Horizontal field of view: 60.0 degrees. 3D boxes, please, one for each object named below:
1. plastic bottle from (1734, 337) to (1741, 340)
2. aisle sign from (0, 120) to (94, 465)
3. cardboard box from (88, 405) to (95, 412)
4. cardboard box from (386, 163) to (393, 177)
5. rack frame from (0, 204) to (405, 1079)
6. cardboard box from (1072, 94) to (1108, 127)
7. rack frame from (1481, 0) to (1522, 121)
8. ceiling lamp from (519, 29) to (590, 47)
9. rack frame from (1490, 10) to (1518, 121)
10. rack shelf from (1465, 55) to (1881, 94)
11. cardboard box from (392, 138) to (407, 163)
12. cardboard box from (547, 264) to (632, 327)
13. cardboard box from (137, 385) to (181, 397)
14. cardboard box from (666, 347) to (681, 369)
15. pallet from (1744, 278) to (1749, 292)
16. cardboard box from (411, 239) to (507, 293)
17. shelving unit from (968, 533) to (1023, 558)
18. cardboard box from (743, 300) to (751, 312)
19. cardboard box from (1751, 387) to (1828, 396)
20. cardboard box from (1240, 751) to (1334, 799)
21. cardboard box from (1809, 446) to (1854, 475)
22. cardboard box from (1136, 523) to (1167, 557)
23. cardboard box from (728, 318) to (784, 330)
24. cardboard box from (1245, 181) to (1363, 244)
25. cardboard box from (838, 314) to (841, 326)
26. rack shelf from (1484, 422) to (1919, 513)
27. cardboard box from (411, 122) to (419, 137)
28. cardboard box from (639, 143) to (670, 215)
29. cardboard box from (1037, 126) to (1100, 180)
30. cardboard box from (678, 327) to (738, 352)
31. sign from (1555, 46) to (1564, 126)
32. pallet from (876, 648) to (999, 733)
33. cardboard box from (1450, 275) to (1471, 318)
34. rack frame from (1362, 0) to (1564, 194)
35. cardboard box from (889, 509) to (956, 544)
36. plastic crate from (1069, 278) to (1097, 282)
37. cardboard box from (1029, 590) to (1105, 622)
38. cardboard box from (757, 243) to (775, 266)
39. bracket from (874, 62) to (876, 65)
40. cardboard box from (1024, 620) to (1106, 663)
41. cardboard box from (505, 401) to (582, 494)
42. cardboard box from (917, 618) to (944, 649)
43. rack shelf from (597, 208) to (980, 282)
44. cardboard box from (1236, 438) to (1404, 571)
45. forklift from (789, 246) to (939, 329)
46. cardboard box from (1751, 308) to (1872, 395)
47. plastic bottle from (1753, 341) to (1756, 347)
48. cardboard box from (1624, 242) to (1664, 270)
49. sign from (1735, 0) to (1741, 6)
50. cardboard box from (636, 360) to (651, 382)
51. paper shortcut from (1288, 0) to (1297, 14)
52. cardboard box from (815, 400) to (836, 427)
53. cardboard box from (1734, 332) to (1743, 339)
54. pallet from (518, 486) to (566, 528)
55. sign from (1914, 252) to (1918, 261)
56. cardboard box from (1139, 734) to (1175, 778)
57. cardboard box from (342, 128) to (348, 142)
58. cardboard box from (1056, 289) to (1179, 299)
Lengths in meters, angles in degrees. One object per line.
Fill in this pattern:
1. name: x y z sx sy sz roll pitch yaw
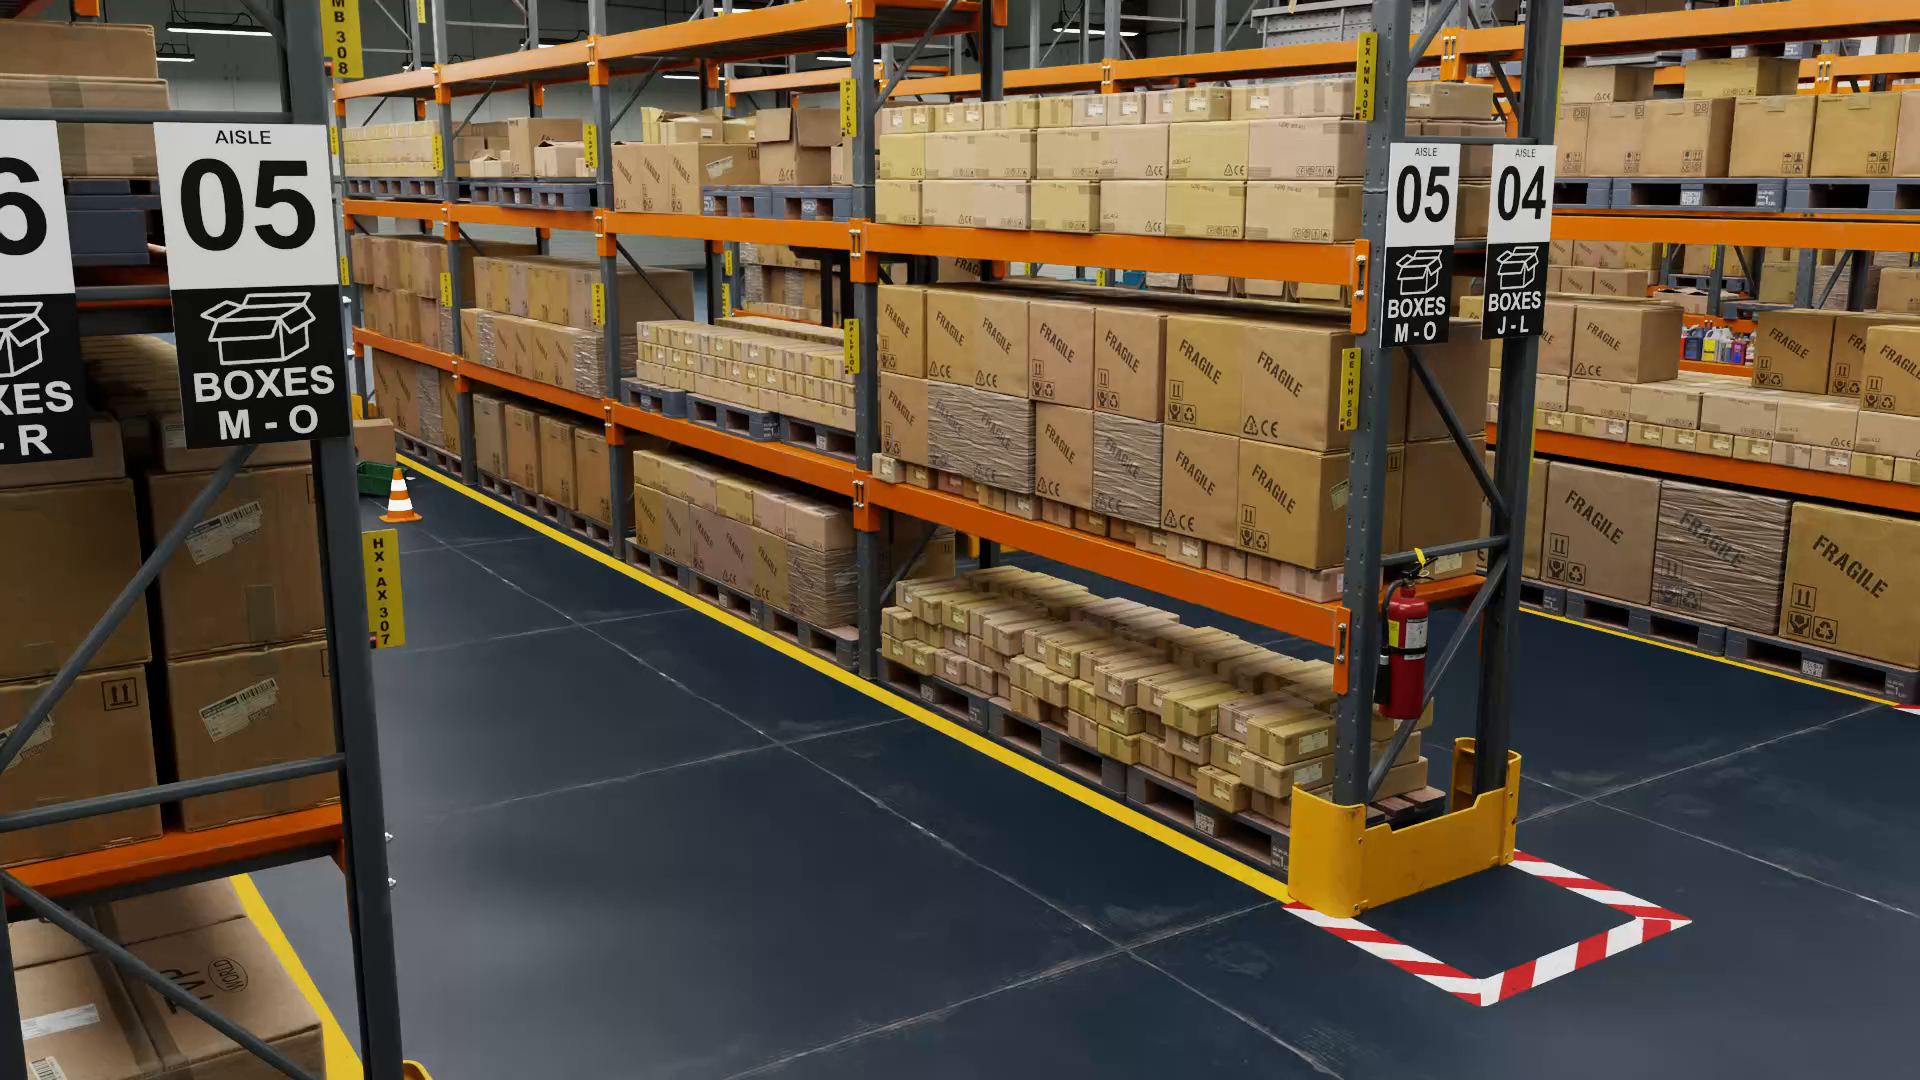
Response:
1. plastic bottle: 7.832 -1.964 16.787 0.097 0.201 0.097 0 12 0
2. aisle sign: -2.252 -0.560 3.817 0.394 0.787 0.004 -8 15 -33
3. cardboard box: -2.560 -0.276 4.511 0.380 0.149 0.250 -8 15 -32
4. cardboard box: -5.932 -3.973 17.856 0.380 0.149 0.250 -8 15 -33
5. rack frame: -2.034 0.660 4.321 1.000 3.000 0.127 -8 15 -33
6. cardboard box: 0.768 -2.075 8.056 0.380 0.149 0.250 -9 15 -34
7. rack frame: 7.817 -6.749 24.162 1.000 3.000 0.127 -8 15 -33
8. ceiling lamp: -8.843 -12.449 36.563 2.000 3.185 0.800 -8 15 -33
9. rack frame: 9.722 -8.048 30.099 1.000 3.000 0.127 -8 15 -33
10. rack shelf: 7.015 -4.550 16.724 1.077 0.370 4.000 -8 15 -33
11. cardboard box: -5.659 -4.105 17.530 0.500 0.250 0.500 -8 15 -33
12. cardboard box: -3.209 -2.165 14.668 0.700 0.500 0.500 -8 15 -34
13. cardboard box: -2.253 -0.388 5.020 0.380 0.149 0.250 -8 14 -31
14. cardboard box: -1.998 -1.389 12.602 0.380 0.149 0.250 -9 15 -35
15. pallet: 13.024 -3.948 25.842 1.003 0.211 1.213 -8 15 -33
16. cardboard box: -5.379 -2.945 17.926 0.875 0.550 0.550 -8 15 -33
17. shelving unit: 0.059 -0.711 14.102 0.587 1.500 1.083 -8 15 -31
18. cardboard box: -2.689 -3.157 22.363 0.380 0.149 0.250 -8 15 -33
19. cardboard box: 5.606 -0.883 11.035 0.500 0.250 0.500 -9 15 -35
20. cardboard box: 1.501 1.039 7.585 0.380 0.149 0.250 -9 15 -34
21. cardboard box: 5.461 -0.505 10.239 0.380 0.149 0.250 -8 15 -33
22. cardboard box: 1.075 -0.030 8.065 0.380 0.149 0.250 -9 15 -35
23. cardboard box: -1.611 -1.661 13.151 0.380 0.149 0.250 -8 15 -33
24. cardboard box: 1.559 -1.385 7.004 0.500 0.250 0.500 -8 15 -34
25. cardboard box: -1.247 -2.656 20.073 0.380 0.149 0.250 -8 15 -33
26. rack shelf: 5.108 -0.517 11.388 1.077 0.370 4.000 -8 15 -33
27. cardboard box: -5.364 -4.181 16.942 0.380 0.149 0.250 -8 15 -33
28. cardboard box: -2.023 -2.659 12.246 0.500 0.500 0.500 -8 15 -33
29. cardboard box: 0.728 -1.905 8.211 0.500 0.250 0.500 -9 15 -35
30. cardboard box: -1.877 -1.495 12.391 0.380 0.149 0.250 -9 15 -35
31. sign: 2.483 -1.900 6.962 0.100 0.325 0.005 -8 15 -33
32. pallet: 0.217 0.823 10.106 1.003 0.211 1.213 -8 15 -33
33. cardboard box: 3.639 -1.876 13.335 0.797 0.503 0.637 -9 15 -34
34. rack frame: 2.031 -2.874 6.441 1.000 3.000 0.127 -8 15 -33
35. cardboard box: -0.374 -0.168 11.221 0.500 0.250 0.500 -9 15 -35
36. plastic crate: 2.001 -3.818 25.148 0.499 0.251 0.616 -8 15 -33
37. cardboard box: 0.626 0.414 9.745 0.380 0.149 0.250 -8 14 -31
38. cardboard box: -2.299 -3.821 21.542 0.500 0.500 0.500 -8 15 -33
39. bracket: -2.533 -13.937 48.602 0.235 0.232 0.430 -8 15 -33
40. cardboard box: 0.574 0.560 9.076 0.380 0.149 0.250 -9 15 -35
41. cardboard box: -3.667 -0.912 15.794 1.050 0.750 0.750 -8 15 -33
42. cardboard box: -0.036 0.524 9.938 0.380 0.149 0.250 -8 15 -32
43. rack shelf: -1.293 -2.125 11.718 1.077 0.370 4.000 -8 15 -33
44. cardboard box: 1.568 -0.187 7.266 0.500 0.500 0.500 -8 15 -32
45. forklift: -0.919 -1.799 15.729 1.130 2.935 3.031 -8 15 -31
46. cardboard box: 5.606 -1.249 10.950 0.500 0.500 0.500 -9 15 -34
47. plastic bottle: 7.888 -1.888 16.437 0.097 0.201 0.097 0 12 0
48. cardboard box: 11.419 -4.756 27.638 0.500 0.500 0.500 -8 15 -33
49. sign: 9.573 -6.505 20.488 0.100 0.325 0.005 -8 15 -33
50. cardboard box: -2.321 -1.345 13.097 0.380 0.149 0.250 -8 15 -34
51. paper shortcut: 2.953 -4.761 14.745 0.009 0.170 0.078 -20 52 -29
52. cardboard box: -0.714 -0.831 10.744 0.380 0.149 0.250 -8 15 -32
53. cardboard box: 12.688 -3.185 26.724 0.700 0.500 0.500 -8 15 -34
54. pallet: -3.447 -0.370 15.559 1.003 0.211 1.213 -8 15 -33
55. sign: 13.708 -4.155 23.817 0.100 0.325 0.005 -8 15 -33
56. cardboard box: 1.117 1.042 8.267 0.380 0.149 0.250 -8 15 -32
57. cardboard box: -6.914 -4.678 19.216 0.380 0.149 0.250 -8 15 -32
58. cardboard box: 0.863 -1.102 9.108 0.500 0.500 0.500 -8 14 -31
